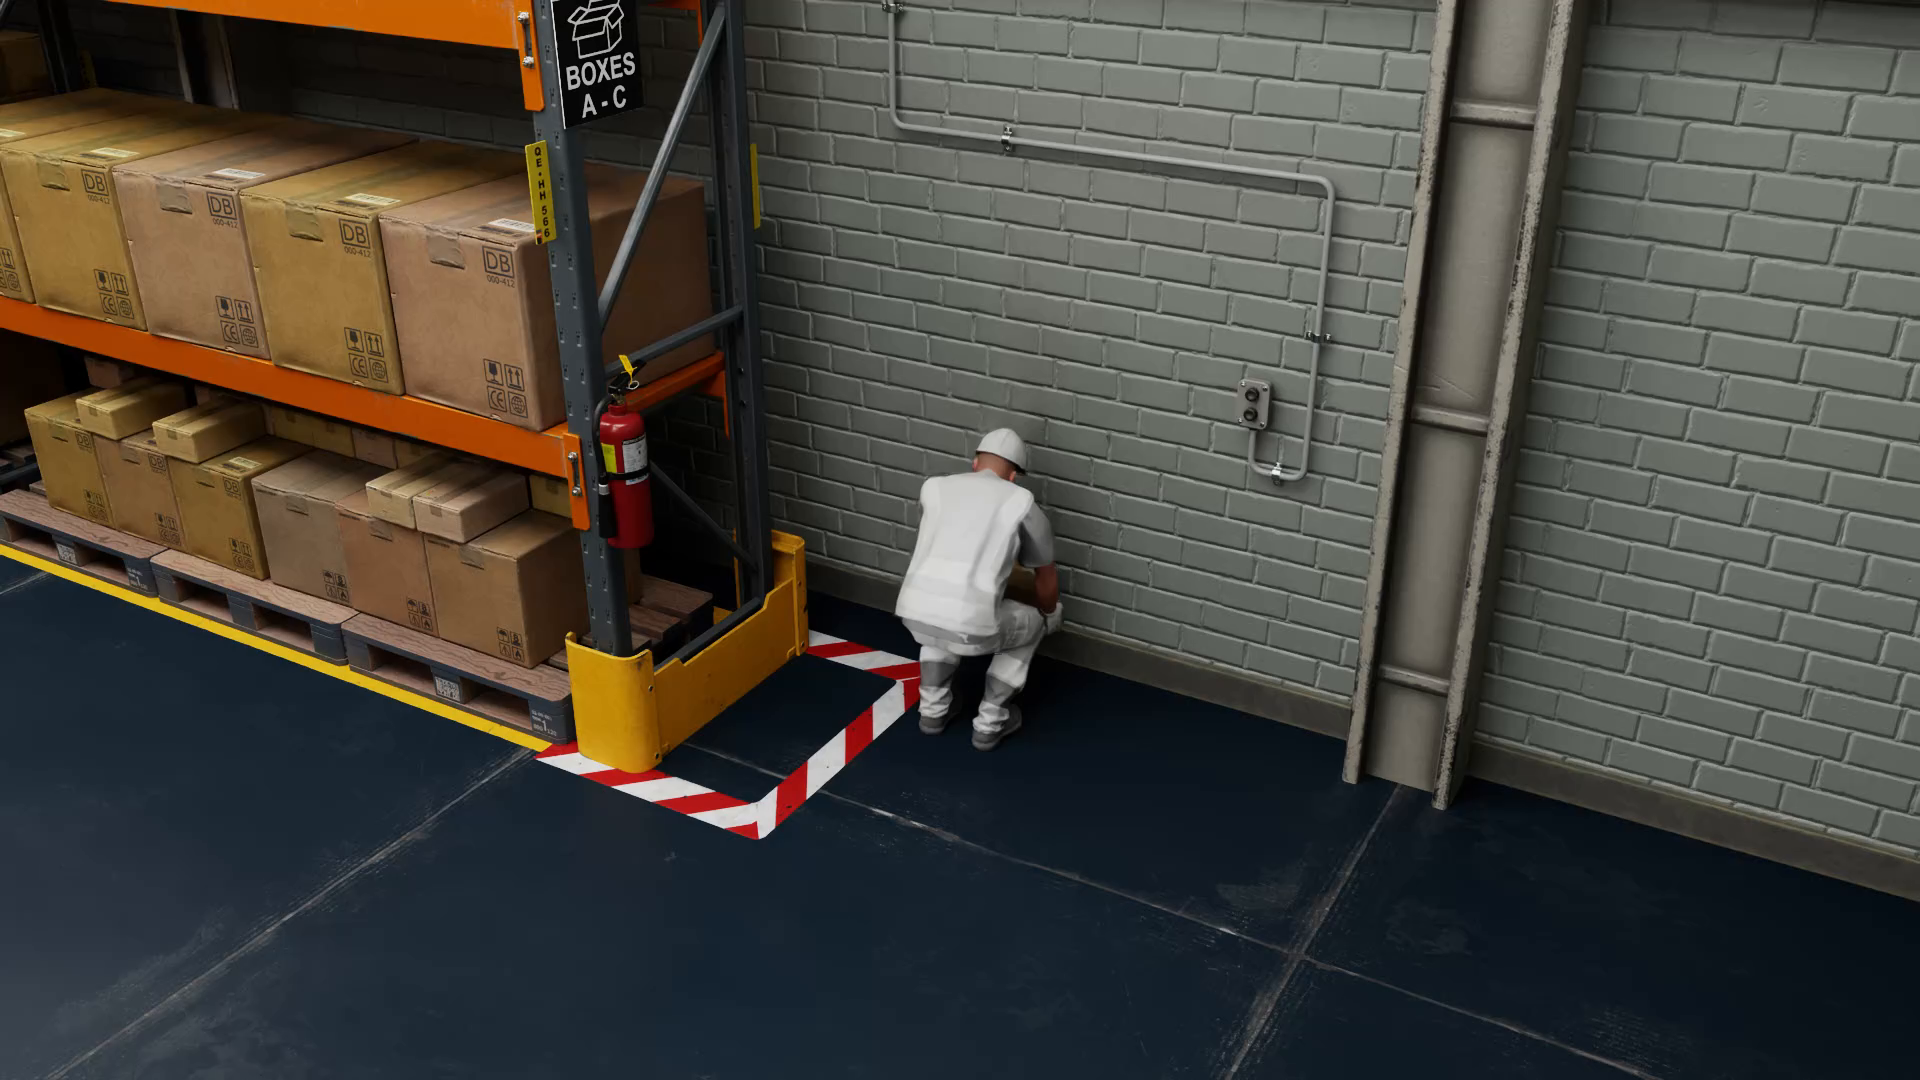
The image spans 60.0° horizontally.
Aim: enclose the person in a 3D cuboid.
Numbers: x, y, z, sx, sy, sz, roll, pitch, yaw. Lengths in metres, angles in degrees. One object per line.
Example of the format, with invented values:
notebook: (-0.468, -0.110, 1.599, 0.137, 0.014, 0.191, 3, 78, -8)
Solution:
person: (0.044, 0.194, 6.460, 0.582, 1.114, 0.856, 13, 29, 24)
